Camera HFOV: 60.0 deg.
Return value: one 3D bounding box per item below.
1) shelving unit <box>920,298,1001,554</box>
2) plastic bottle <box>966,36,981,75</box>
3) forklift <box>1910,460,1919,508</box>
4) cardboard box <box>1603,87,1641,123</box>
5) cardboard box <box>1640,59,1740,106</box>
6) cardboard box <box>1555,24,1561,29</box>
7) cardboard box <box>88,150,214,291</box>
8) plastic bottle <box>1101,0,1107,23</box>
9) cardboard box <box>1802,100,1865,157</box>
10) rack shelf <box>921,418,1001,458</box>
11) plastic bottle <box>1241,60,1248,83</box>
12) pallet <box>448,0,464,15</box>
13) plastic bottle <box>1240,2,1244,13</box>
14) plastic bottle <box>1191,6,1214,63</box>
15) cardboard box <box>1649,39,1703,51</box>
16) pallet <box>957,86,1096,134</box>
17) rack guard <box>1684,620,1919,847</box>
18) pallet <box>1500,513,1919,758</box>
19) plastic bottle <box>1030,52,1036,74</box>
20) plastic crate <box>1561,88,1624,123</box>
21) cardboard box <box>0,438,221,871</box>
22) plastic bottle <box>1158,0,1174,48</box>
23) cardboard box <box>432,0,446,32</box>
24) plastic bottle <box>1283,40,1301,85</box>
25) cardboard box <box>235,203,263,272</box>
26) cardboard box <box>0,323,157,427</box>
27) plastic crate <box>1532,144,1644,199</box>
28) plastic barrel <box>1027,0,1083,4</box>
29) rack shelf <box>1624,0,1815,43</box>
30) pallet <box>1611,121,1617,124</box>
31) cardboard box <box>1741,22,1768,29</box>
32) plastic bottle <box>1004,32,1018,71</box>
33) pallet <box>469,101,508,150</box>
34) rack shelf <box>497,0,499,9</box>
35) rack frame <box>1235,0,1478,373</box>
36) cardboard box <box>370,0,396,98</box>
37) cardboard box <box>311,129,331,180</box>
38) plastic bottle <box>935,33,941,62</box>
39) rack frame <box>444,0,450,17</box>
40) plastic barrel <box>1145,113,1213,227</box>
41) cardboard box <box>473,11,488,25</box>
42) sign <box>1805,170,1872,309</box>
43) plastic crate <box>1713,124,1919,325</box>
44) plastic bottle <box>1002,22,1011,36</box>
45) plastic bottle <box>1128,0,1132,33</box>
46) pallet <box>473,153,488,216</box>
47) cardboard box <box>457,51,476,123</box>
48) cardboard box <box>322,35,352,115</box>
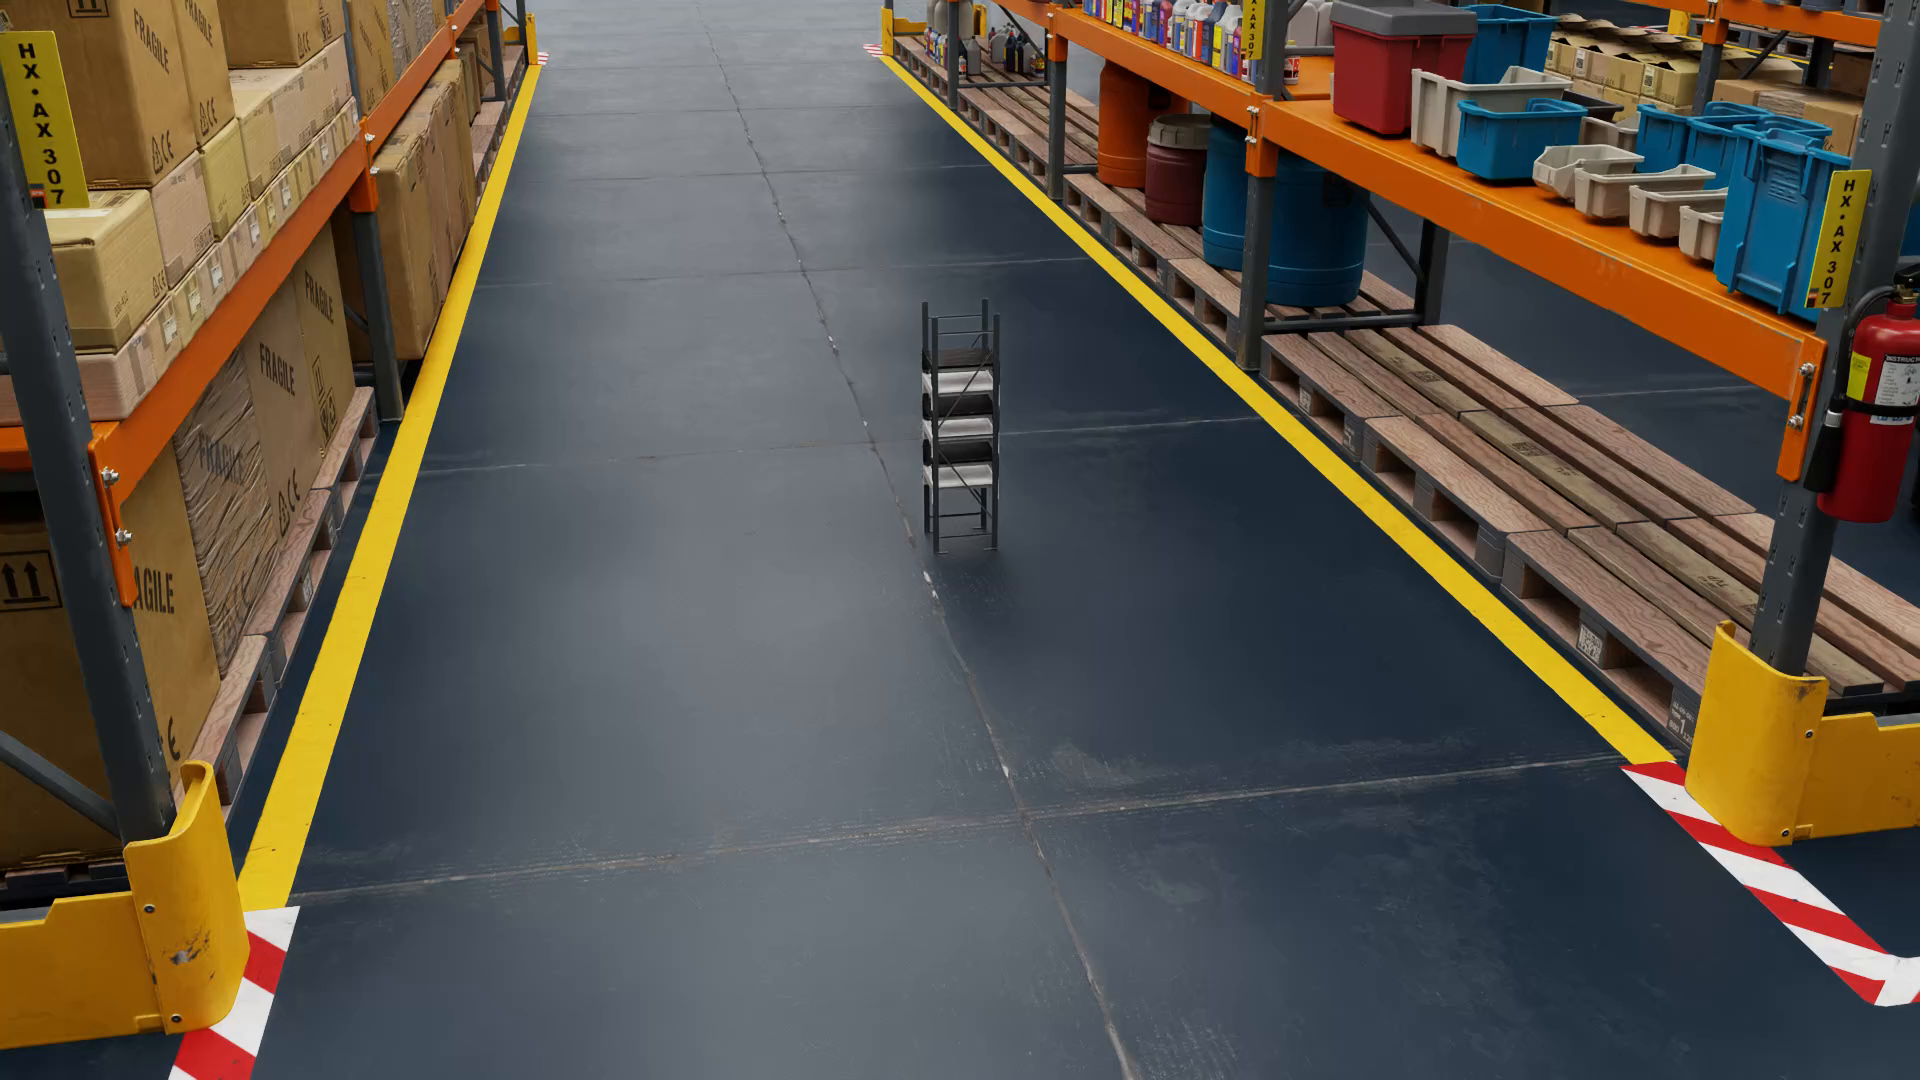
[{"bbox_3d":[0.001,-0.409,6.063,0.258,0.900,0.210,-4,24,-10],"label":"shelving unit"},{"bbox_3d":[0.125,-4.629,15.860,0.144,0.351,0.185,-4,24,-10],"label":"plastic bottle"},{"bbox_3d":[4.977,-1.743,6.578,1.130,2.935,3.031,18,29,35],"label":"forklift"},{"bbox_3d":[5.558,-3.514,13.458,0.500,0.250,0.500,-5,24,-10],"label":"cardboard box"},{"bbox_3d":[5.655,-3.567,12.880,0.500,0.311,0.500,-4,24,-8],"label":"cardboard box"},{"bbox_3d":[5.173,-4.575,15.186,0.500,0.311,0.500,-5,24,-10],"label":"cardboard box"},{"bbox_3d":[-2.189,-0.792,4.131,0.500,0.250,0.500,-5,24,-10],"label":"cardboard box"},{"bbox_3d":[0.973,-3.392,10.424,0.152,0.276,0.135,-4,24,-10],"label":"plastic bottle"},{"bbox_3d":[5.987,-2.643,11.127,0.500,0.500,0.500,-5,24,-10],"label":"cardboard box"},{"bbox_3d":[0.001,-0.379,6.076,0.258,0.077,0.200,-4,24,-10],"label":"rack shelf"},{"bbox_3d":[1.426,-2.335,8.097,0.097,0.201,0.097,0,24,0],"label":"plastic bottle"},{"bbox_3d":[-3.979,-3.643,11.083,1.213,0.211,1.003,-4,24,-10],"label":"pallet"},{"bbox_3d":[1.481,-2.650,8.631,0.144,0.351,0.185,-4,24,-10],"label":"plastic bottle"},{"bbox_3d":[1.313,-2.668,8.766,0.152,0.276,0.135,-4,24,-10],"label":"plastic bottle"},{"bbox_3d":[5.988,-4.014,13.903,0.500,0.311,0.500,-5,24,-11],"label":"cardboard box"},{"bbox_3d":[0.569,-3.814,14.720,1.003,0.211,1.213,-4,24,-10],"label":"pallet"},{"bbox_3d":[2.622,0.476,4.536,1.175,0.500,0.348,-4,24,-10],"label":"rack guard"},{"bbox_3d":[2.490,0.272,5.363,1.003,0.211,1.213,-4,24,-10],"label":"pallet"},{"bbox_3d":[0.720,-4.555,15.879,0.097,0.201,0.097,0,24,0],"label":"plastic bottle"},{"bbox_3d":[2.336,-1.733,6.738,0.437,0.125,0.590,-4,24,-10],"label":"plastic crate"},{"bbox_3d":[-2.460,0.224,4.120,0.875,0.875,0.875,-4,24,-10],"label":"cardboard box"},{"bbox_3d":[1.158,-2.903,9.295,0.061,0.283,0.133,-4,24,-10],"label":"plastic bottle"},{"bbox_3d":[-3.408,-3.328,9.998,0.500,0.500,0.500,-4,24,-8],"label":"cardboard box"},{"bbox_3d":[1.593,-2.308,8.035,0.097,0.201,0.097,0,24,0],"label":"plastic bottle"},{"bbox_3d":[-2.245,-0.866,4.799,0.380,0.149,0.250,-5,24,-10],"label":"cardboard box"},{"bbox_3d":[-2.004,-0.361,3.642,0.380,0.149,0.250,-4,24,-9],"label":"cardboard box"},{"bbox_3d":[2.088,-1.230,5.573,0.298,0.136,0.250,-4,24,-10],"label":"plastic crate"},{"bbox_3d":[0.742,-4.047,11.599,0.600,0.536,0.708,-4,24,-10],"label":"plastic barrel"},{"bbox_3d":[5.624,-4.647,14.041,1.077,0.370,4.000,-4,24,-10],"label":"rack shelf"},{"bbox_3d":[5.880,-3.239,13.402,1.003,0.211,1.213,-4,24,-10],"label":"pallet"},{"bbox_3d":[9.527,-6.171,19.442,0.500,0.311,0.500,-2,24,-5],"label":"cardboard box"},{"bbox_3d":[0.502,-4.724,16.077,0.144,0.351,0.185,-4,24,-10],"label":"plastic bottle"},{"bbox_3d":[-4.337,-3.448,13.880,1.003,0.211,1.213,-4,24,-10],"label":"pallet"},{"bbox_3d":[-4.852,-5.489,15.968,1.077,0.370,4.000,-4,24,-10],"label":"rack shelf"},{"bbox_3d":[1.865,-2.252,7.658,1.000,3.000,0.127,-4,24,-10],"label":"rack frame"},{"bbox_3d":[-2.936,-2.328,7.708,0.500,0.500,0.500,-4,24,-10],"label":"cardboard box"},{"bbox_3d":[-2.482,-1.371,5.955,0.380,0.149,0.250,-4,24,-9],"label":"cardboard box"},{"bbox_3d":[-0.206,-4.933,16.656,0.097,0.271,0.097,0,24,0],"label":"plastic bottle"},{"bbox_3d":[-3.742,-3.458,10.421,1.000,3.000,0.127,-4,24,-10],"label":"rack frame"},{"bbox_3d":[1.441,-2.277,10.204,0.600,0.588,0.708,-4,24,-10],"label":"plastic barrel"},{"bbox_3d":[-4.881,-4.925,16.377,0.500,0.500,0.500,-2,24,-5],"label":"cardboard box"},{"bbox_3d":[2.067,-0.706,3.915,0.100,0.325,0.005,-4,24,-10],"label":"sign"},{"bbox_3d":[2.359,-0.840,4.306,0.616,0.435,0.499,-4,24,-10],"label":"plastic crate"},{"bbox_3d":[0.496,-5.049,16.822,0.144,0.351,0.185,-3,24,-8],"label":"plastic bottle"},{"bbox_3d":[1.053,-3.161,9.900,0.097,0.271,0.097,0,24,0],"label":"plastic bottle"},{"bbox_3d":[-3.885,-2.488,11.683,1.003,0.211,1.213,-4,24,-10],"label":"pallet"},{"bbox_3d":[-4.320,-3.656,13.446,0.700,0.500,0.500,-4,24,-10],"label":"cardboard box"},{"bbox_3d":[-2.663,-1.798,6.436,0.500,0.250,0.500,-5,24,-11],"label":"cardboard box"}]
